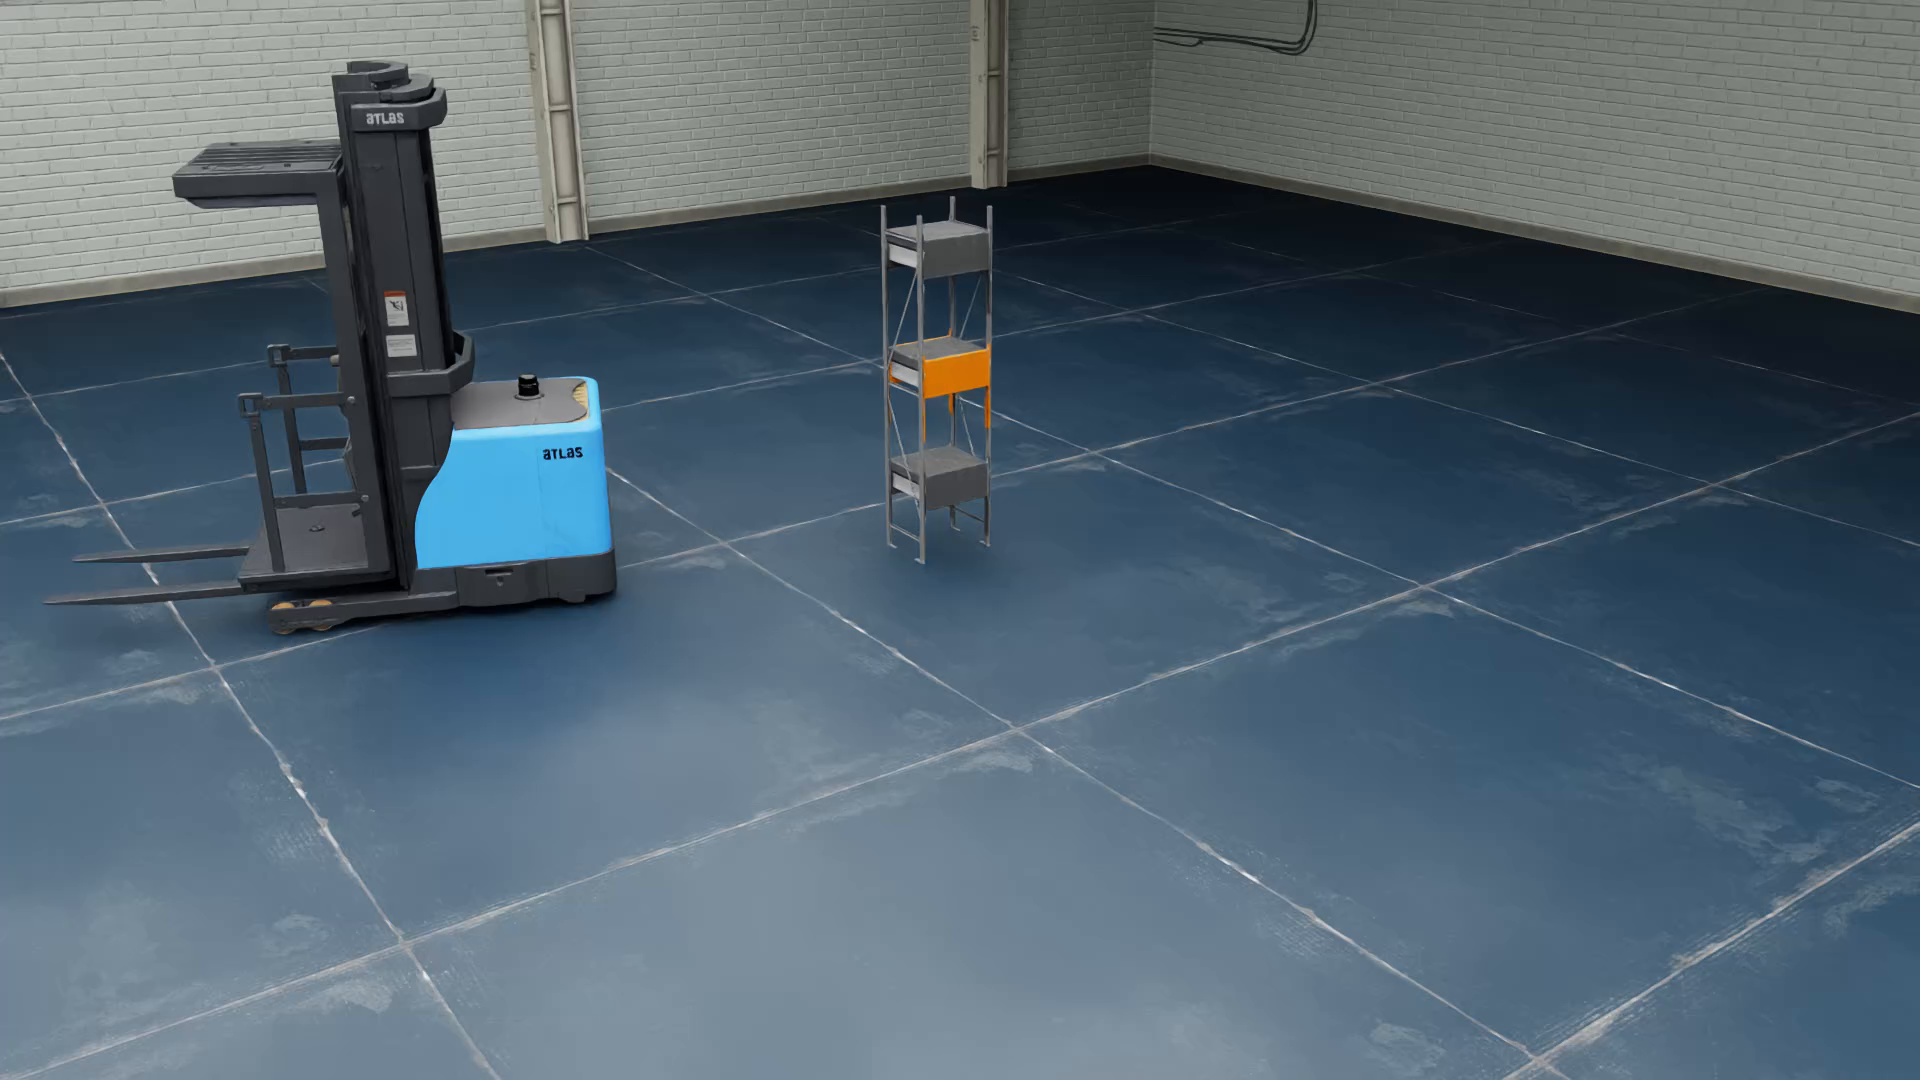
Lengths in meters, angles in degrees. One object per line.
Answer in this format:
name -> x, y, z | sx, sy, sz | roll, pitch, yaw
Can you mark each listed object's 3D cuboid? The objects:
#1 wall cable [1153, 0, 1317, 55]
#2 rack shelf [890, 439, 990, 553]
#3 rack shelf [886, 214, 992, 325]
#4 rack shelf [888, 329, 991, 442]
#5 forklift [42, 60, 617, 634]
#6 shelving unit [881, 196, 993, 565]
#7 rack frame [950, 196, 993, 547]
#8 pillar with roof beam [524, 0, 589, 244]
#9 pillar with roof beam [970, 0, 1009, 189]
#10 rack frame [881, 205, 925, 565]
wall cable -> 3.549, -7.711, 21.767 | 0.112, 2.526, 3.097 | -15, 26, -33
rack shelf -> -0.134, -0.277, 10.182 | 0.480, 0.518, 0.431 | -15, 26, -33
rack shelf -> -0.134, -1.577, 9.663 | 0.480, 0.518, 0.431 | -15, 26, -33
rack shelf -> -0.134, -0.927, 9.922 | 0.480, 0.518, 0.431 | -15, 26, -33
forklift -> -3.539, -1.061, 9.101 | 3.031, 2.935, 1.130 | -5, 22, -12
shelving unit -> -0.134, -0.939, 9.917 | 0.503, 2.100, 0.431 | -15, 26, -33
rack frame -> 0.064, -0.992, 10.050 | 0.015, 2.100, 0.400 | -15, 26, -33
pillar with roof beam -> -1.971, -6.319, 14.090 | 0.400, 9.000, 9.100 | -15, 26, -33
pillar with roof beam -> 2.900, -7.618, 17.345 | 0.400, 9.000, 9.100 | -15, 26, -33
rack frame -> -0.332, -0.887, 9.785 | 0.015, 2.100, 0.400 | -15, 26, -33
